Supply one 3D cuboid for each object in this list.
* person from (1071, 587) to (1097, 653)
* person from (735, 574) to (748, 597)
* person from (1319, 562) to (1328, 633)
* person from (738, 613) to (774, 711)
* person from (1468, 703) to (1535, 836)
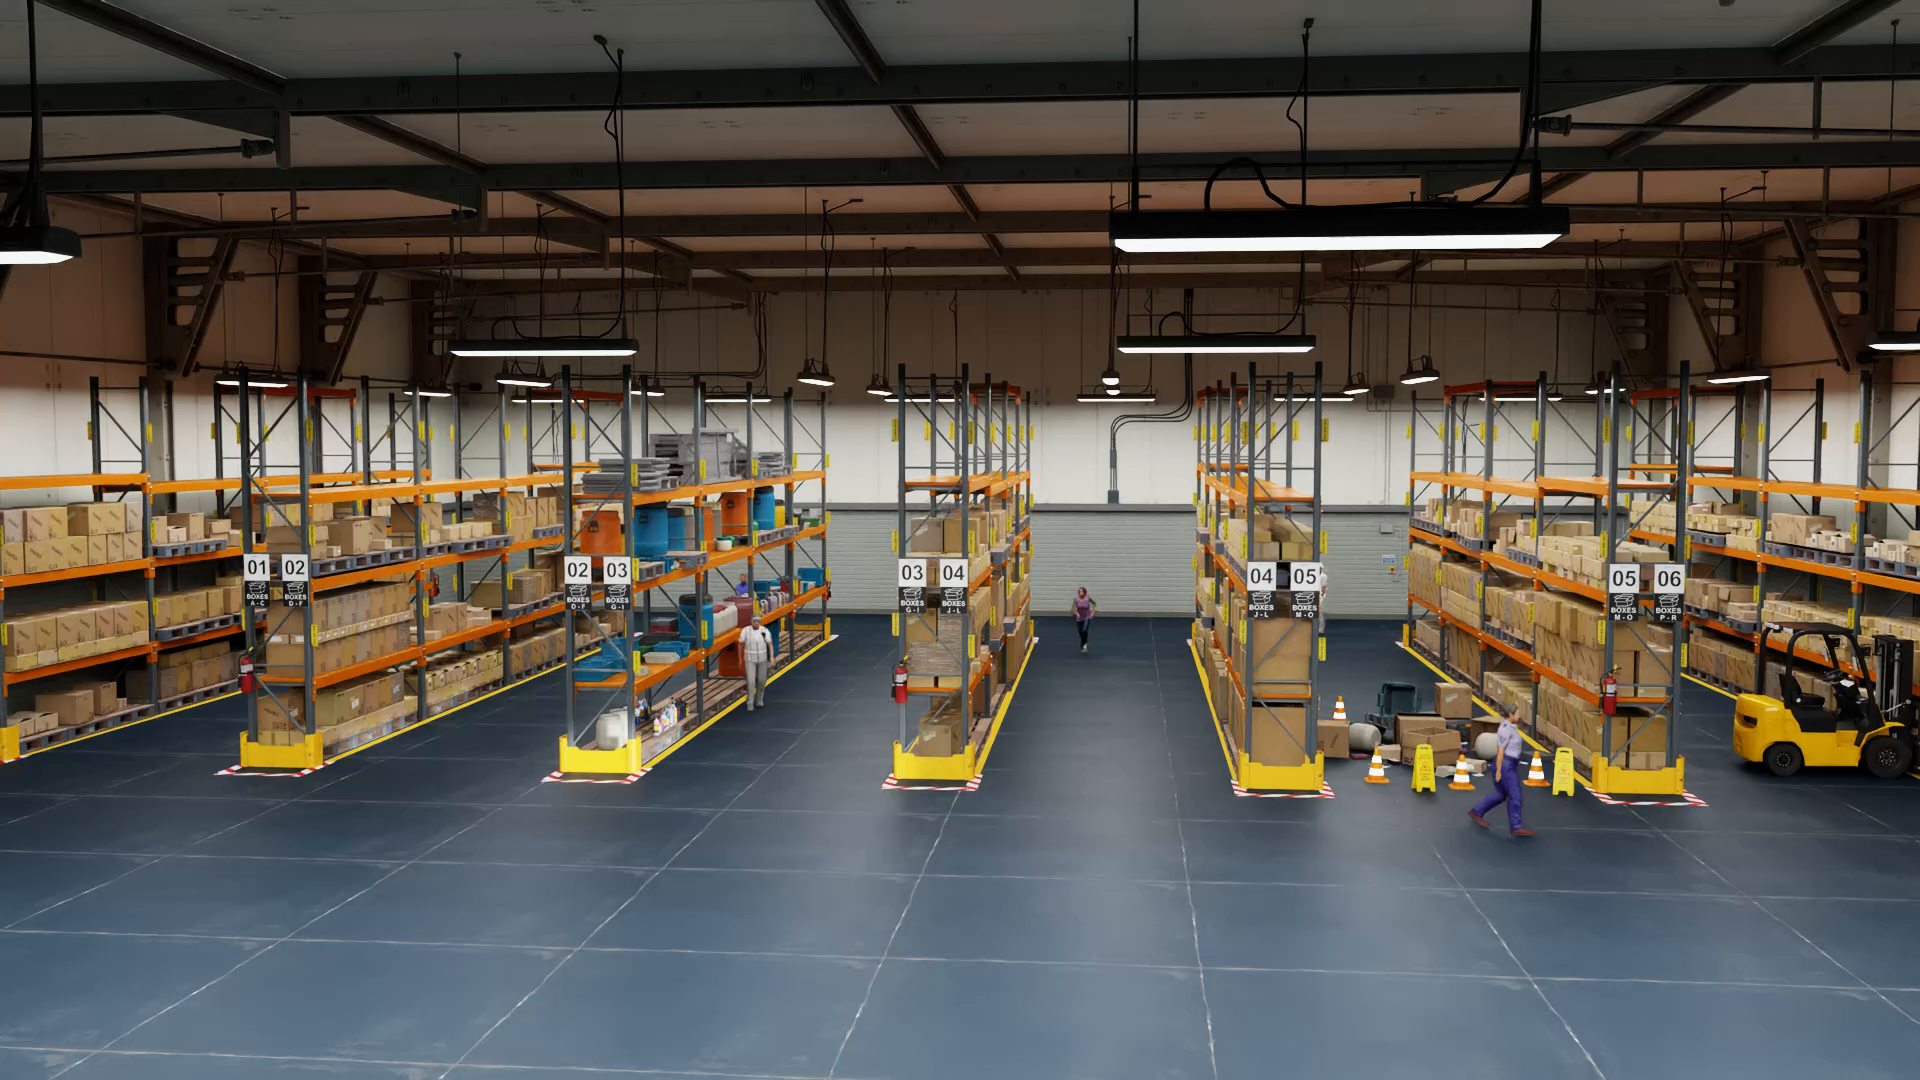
[{"bbox_3d":[2.826,1.804,37.791,0.563,1.511,0.795,1,4,15],"label":"person"},{"bbox_3d":[-5.238,1.616,40.140,0.538,1.574,1.044,1,4,10],"label":"person"},{"bbox_3d":[8.868,1.439,41.425,0.434,1.795,0.606,-1,4,-16],"label":"person"},{"bbox_3d":[-3.710,2.192,30.251,0.605,1.749,0.782,-2,4,-23],"label":"person"},{"bbox_3d":[6.812,2.853,20.864,0.779,1.619,0.508,1,4,18],"label":"person"}]
